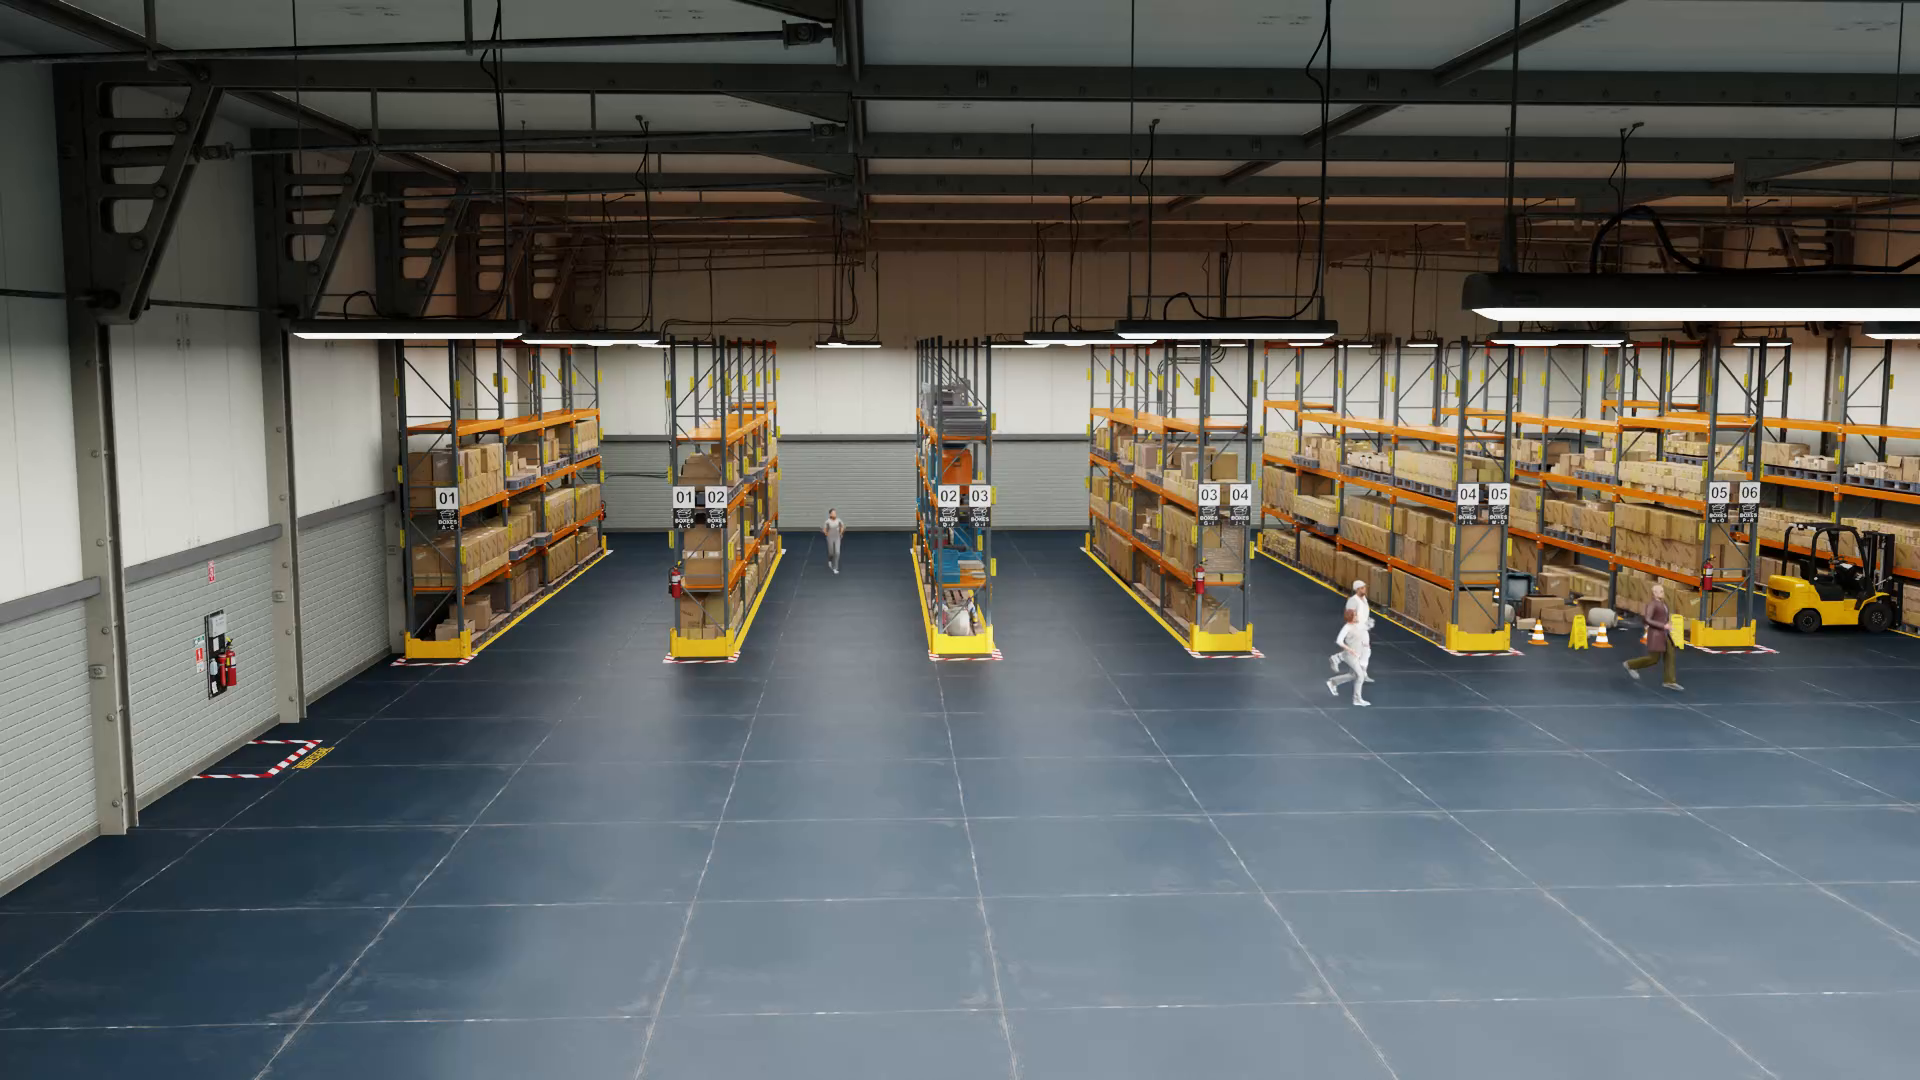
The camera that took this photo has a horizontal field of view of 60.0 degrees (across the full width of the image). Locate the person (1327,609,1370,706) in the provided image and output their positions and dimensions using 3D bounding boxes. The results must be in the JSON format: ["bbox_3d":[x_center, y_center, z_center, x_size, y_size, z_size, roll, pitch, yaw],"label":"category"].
[{"bbox_3d":[6.297,1.892,26.939,0.743,1.562,0.547,4,7,29],"label":"person"}]

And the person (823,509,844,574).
[{"bbox_3d":[-3.276,0.018,43.126,0.567,1.664,0.856,-1,7,-12],"label":"person"}]

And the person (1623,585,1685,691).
[{"bbox_3d":[11.857,1.646,28.315,1.021,1.773,0.722,6,9,44],"label":"person"}]

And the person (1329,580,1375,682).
[{"bbox_3d":[6.877,1.573,28.979,0.791,1.771,0.661,5,8,36],"label":"person"}]
